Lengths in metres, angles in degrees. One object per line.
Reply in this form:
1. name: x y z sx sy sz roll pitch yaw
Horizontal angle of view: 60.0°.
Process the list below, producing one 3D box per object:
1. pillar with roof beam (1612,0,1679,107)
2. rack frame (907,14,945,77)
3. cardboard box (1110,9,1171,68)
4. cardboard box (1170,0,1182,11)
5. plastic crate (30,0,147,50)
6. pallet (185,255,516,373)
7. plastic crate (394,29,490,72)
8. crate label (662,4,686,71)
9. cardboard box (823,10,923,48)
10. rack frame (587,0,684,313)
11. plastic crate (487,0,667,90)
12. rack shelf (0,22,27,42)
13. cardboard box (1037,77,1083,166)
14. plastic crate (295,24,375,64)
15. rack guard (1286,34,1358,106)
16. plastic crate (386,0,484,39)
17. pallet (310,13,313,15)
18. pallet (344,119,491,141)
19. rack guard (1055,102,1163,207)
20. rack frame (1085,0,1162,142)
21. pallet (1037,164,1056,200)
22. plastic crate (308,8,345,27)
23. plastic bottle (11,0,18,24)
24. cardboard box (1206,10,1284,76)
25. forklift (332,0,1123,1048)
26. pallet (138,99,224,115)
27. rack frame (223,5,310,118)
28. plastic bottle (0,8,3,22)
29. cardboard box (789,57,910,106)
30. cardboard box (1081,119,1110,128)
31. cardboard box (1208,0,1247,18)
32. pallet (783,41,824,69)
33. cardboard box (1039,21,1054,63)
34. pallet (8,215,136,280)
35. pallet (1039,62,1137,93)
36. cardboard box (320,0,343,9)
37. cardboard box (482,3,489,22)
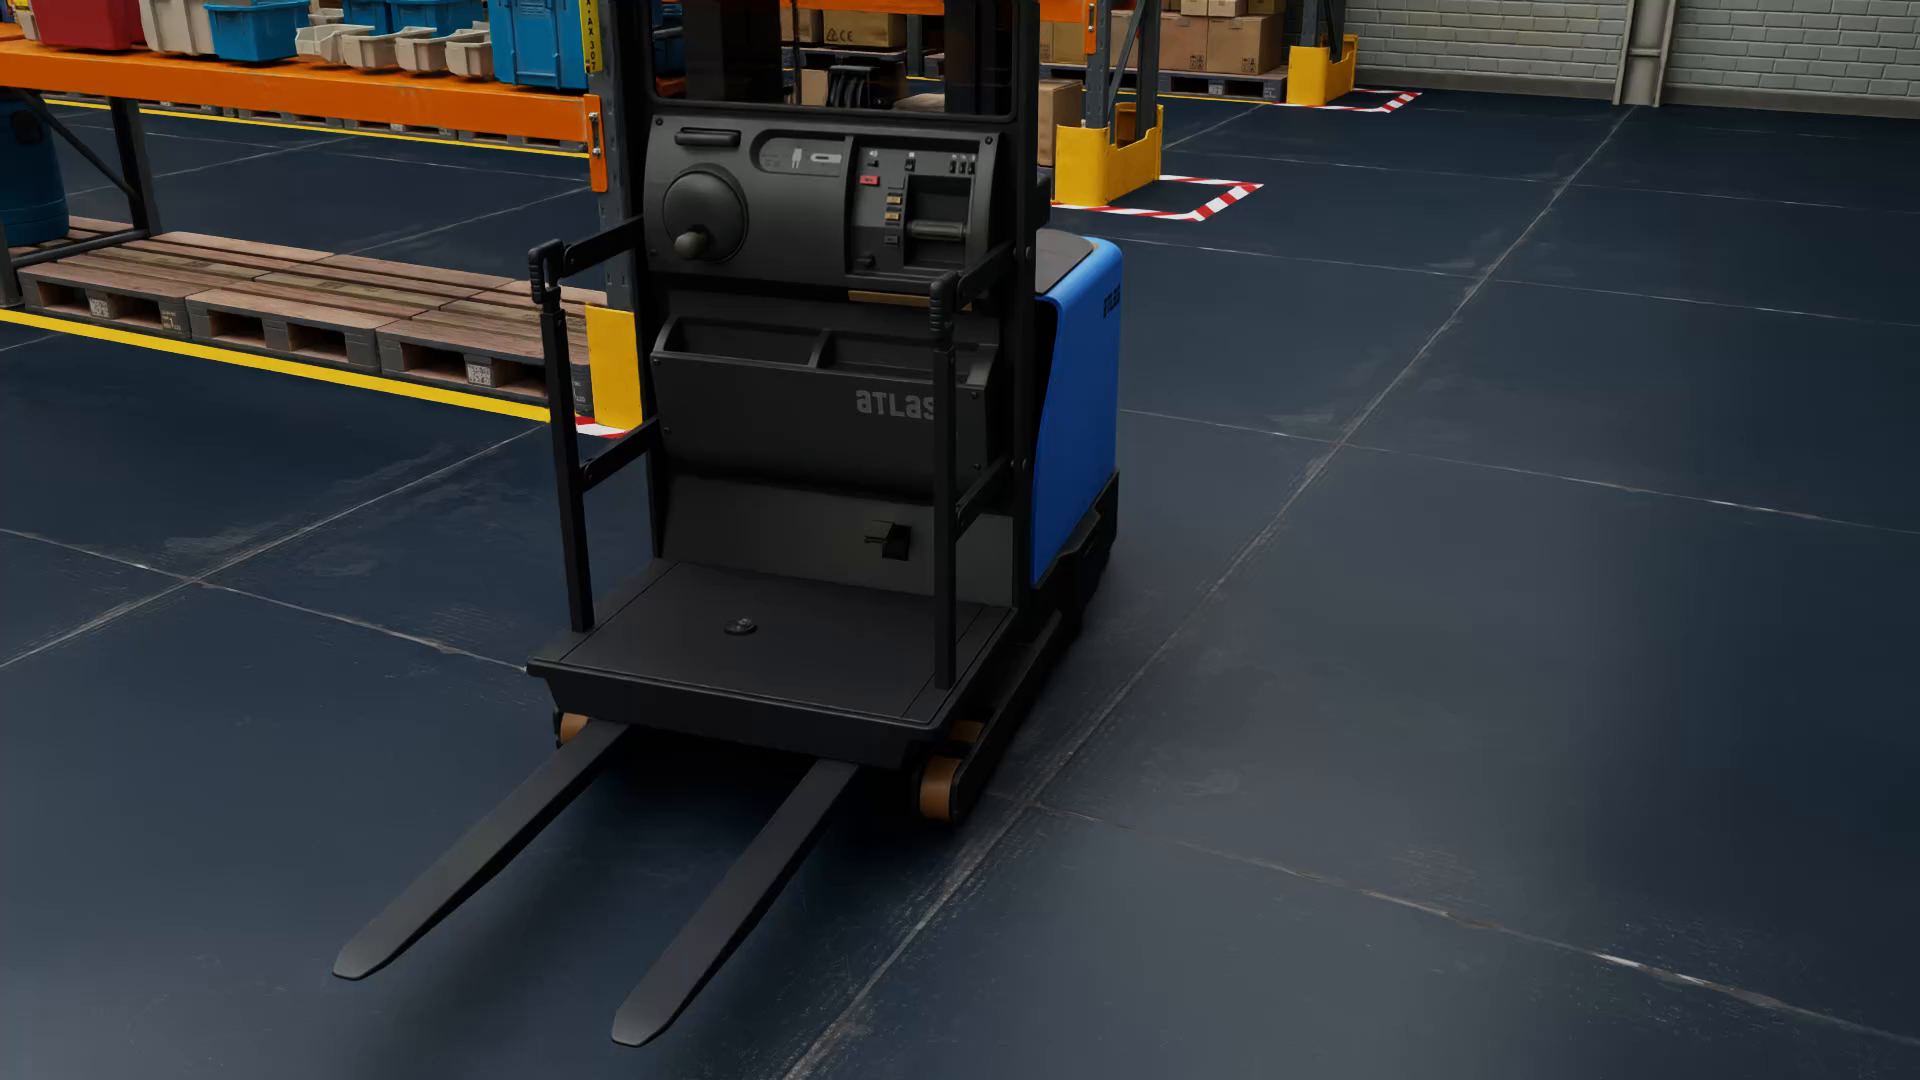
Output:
1. pillar with roof beam: 4.179 -6.581 9.725 0.400 9.000 9.100 11 25 25
2. rack frame: -0.248 -6.204 16.506 0.127 3.000 1.000 11 25 25
3. cardboard box: 1.756 -4.807 15.877 0.500 0.500 0.700 10 25 23
4. cardboard box: 2.178 -5.109 15.760 0.250 0.149 0.380 11 26 25
5. plastic crate: -4.035 -2.556 7.769 0.583 0.464 0.402 11 25 25
6. pallet: -2.952 -1.130 8.137 1.213 0.211 1.003 11 25 25
7. plastic crate: -2.210 -2.081 7.071 0.243 0.136 0.396 11 25 25
8. crate label: -1.220 -2.147 7.103 0.303 0.233 0.416 11 25 25
9. cardboard box: -0.887 -5.478 17.008 0.750 0.750 0.750 12 26 25
10. rack frame: -1.149 -2.038 6.709 0.127 3.000 1.000 11 25 25
11. plastic crate: -1.532 -2.076 6.676 0.499 0.435 0.616 11 25 25
12. rack shelf: -6.503 -2.766 9.341 4.000 0.370 1.077 11 25 25
13. cardboard box: 0.493 -2.829 11.202 0.500 0.500 0.500 11 25 25
14. plastic crate: -2.742 -2.168 7.274 0.250 0.136 0.298 11 25 25
15. rack guard: 3.343 -4.343 15.324 0.348 0.500 1.175 11 25 25
16. plastic crate: -2.395 -2.380 7.650 0.300 0.233 0.416 11 25 25
17. pallet: -8.003 -6.440 20.623 1.213 0.211 1.003 11 25 25
18. pallet: -4.316 -3.536 13.794 1.213 0.211 1.003 11 25 25
19. rack guard: 1.022 -2.630 11.296 0.348 0.500 1.175 11 25 25
20. rack frame: 1.090 -3.767 10.776 0.127 3.000 1.000 11 25 25
21. pallet: 0.310 -2.638 11.683 1.213 0.211 1.003 11 25 25
22. plastic crate: -3.029 -2.448 7.934 0.466 0.136 0.293 11 25 25
23. plastic bottle: -5.083 -2.904 9.000 0.097 0.201 0.097 0 23 0
24. cardboard box: 2.652 -4.630 15.461 0.500 0.500 0.700 11 25 25
25. forklift: -0.421 -0.827 3.950 1.130 2.935 3.031 7 24 17
26. pallet: -6.767 -4.056 15.017 1.213 0.211 1.003 11 25 25
27. rack frame: -6.050 -5.180 14.097 0.127 3.000 1.000 11 25 25
28. plastic bottle: -5.286 -2.967 9.051 0.135 0.276 0.152 11 25 25
29. cardboard box: -0.801 -3.197 12.063 0.637 0.503 0.797 11 25 25
30. cardboard box: 0.871 -2.852 11.703 0.250 0.149 0.380 11 25 25
31. cardboard box: 2.455 -4.887 15.237 0.250 0.149 0.380 11 25 24
32. pallet: -2.064 -5.246 17.816 1.213 0.211 1.003 11 25 25
33. cardboard box: 0.820 -4.990 16.307 0.500 0.500 0.700 11 25 24
34. pallet: -5.388 -1.612 9.270 1.213 0.211 1.003 11 25 25
35. pallet: 1.488 -4.544 16.166 1.213 0.211 1.003 11 25 25
36. cardboard box: -5.057 -4.485 14.138 0.500 0.250 0.500 12 26 27
37. cardboard box: -3.694 -4.218 13.509 0.500 0.250 0.500 11 26 25
